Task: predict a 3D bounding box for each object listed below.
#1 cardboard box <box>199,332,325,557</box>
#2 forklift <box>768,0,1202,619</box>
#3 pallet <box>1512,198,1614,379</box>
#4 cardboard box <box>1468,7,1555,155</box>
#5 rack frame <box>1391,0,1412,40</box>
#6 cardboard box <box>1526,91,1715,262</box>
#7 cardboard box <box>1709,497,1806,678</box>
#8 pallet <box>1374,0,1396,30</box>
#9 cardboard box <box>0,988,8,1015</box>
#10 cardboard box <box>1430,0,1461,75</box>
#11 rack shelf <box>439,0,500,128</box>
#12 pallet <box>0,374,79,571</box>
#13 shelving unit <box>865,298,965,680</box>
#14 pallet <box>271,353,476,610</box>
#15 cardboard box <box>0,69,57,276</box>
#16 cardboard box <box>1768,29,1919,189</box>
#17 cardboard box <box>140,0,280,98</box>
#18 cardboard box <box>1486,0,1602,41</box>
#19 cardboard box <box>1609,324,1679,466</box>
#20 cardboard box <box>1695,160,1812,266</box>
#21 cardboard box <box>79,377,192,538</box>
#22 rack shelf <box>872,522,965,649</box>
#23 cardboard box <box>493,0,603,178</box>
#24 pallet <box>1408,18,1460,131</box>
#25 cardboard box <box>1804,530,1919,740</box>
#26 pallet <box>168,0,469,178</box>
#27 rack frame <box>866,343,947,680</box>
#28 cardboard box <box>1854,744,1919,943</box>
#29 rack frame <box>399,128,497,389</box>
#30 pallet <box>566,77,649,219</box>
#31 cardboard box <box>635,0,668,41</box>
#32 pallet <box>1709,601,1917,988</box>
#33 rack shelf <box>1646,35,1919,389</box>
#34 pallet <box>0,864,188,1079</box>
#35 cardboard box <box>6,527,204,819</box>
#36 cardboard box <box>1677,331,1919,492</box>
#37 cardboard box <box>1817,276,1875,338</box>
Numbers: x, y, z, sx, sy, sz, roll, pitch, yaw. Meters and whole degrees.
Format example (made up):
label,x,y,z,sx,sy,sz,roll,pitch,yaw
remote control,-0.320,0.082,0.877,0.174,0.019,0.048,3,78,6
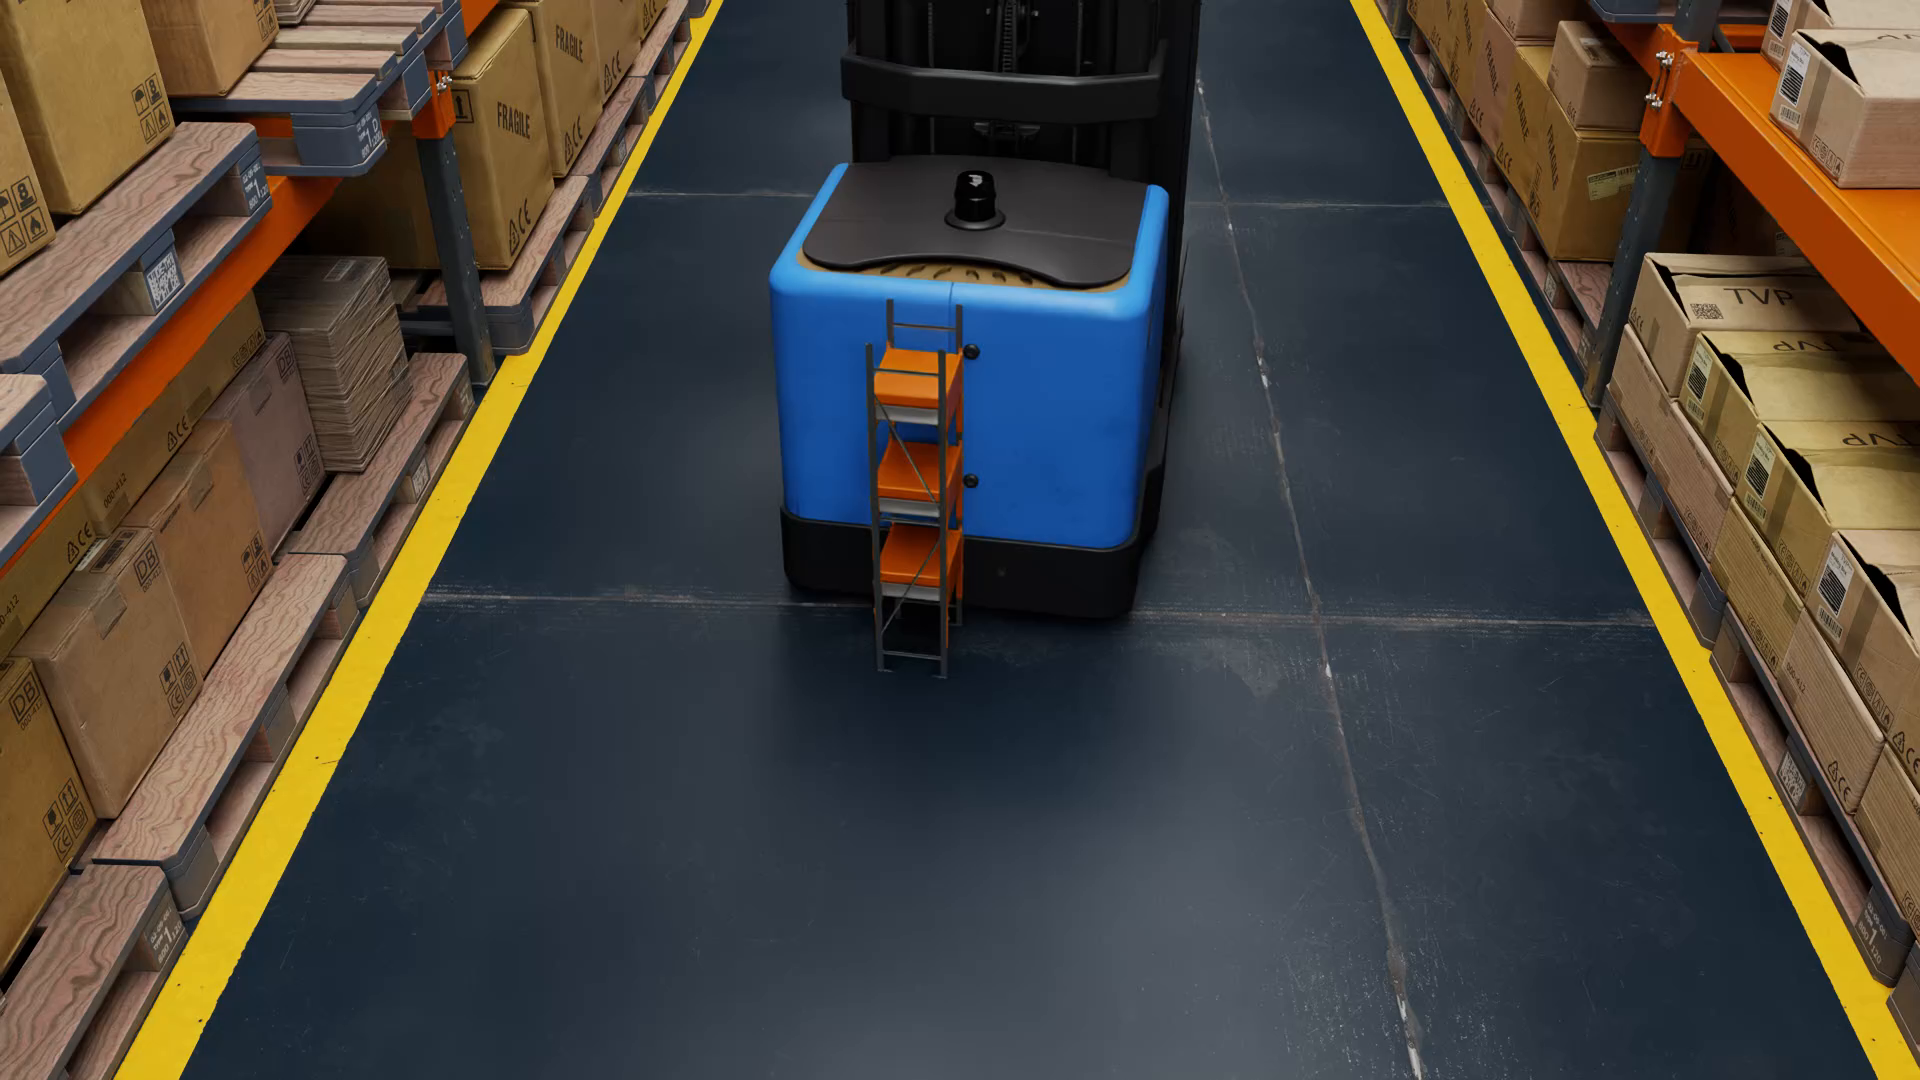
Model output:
label,x,y,z,sx,sy,sz,roll,pitch,yaw
cardboard box,-2.324,-0.272,4.820,0.700,0.500,0.500,1,35,2
forklift,0.236,-1.813,5.280,1.130,2.935,3.031,6,36,8
pallet,2.808,-0.998,6.486,1.003,0.211,1.213,1,35,2
cardboard box,2.579,-2.010,7.292,0.500,0.500,0.500,0,35,0
rack frame,2.901,-4.009,8.345,1.000,3.000,0.127,1,35,2
cardboard box,2.543,-1.411,6.440,0.500,0.500,0.500,3,35,4
cardboard box,2.391,0.124,4.491,0.500,0.250,0.500,0,35,1
pallet,2.929,-3.262,9.709,1.003,0.211,1.213,1,35,2
cardboard box,-2.358,0.895,3.160,0.700,0.500,0.500,2,35,3
cardboard box,2.627,-2.587,8.114,0.500,0.500,0.500,2,35,3
rack shelf,-2.129,-2.678,7.077,1.077,0.370,4.000,1,35,2
pallet,-2.194,0.118,2.640,1.003,0.211,1.213,1,35,2
shelving unit,-0.114,-0.117,4.503,0.215,1.050,0.252,6,36,8
pallet,-2.243,-0.233,5.398,1.003,0.211,1.213,1,35,2
cardboard box,-2.291,-0.737,3.221,0.700,0.500,0.500,6,36,8
cardboard box,2.511,-1.165,4.376,0.500,0.311,0.500,1,35,1
cardboard box,-2.214,-1.452,4.238,0.700,0.500,0.500,-2,35,-3
cardboard box,2.578,-2.338,7.107,0.500,0.250,0.500,1,35,1
cardboard box,2.426,-0.463,5.327,0.500,0.250,0.500,1,35,2
cardboard box,3.044,-1.123,6.030,0.500,0.500,0.500,3,35,4
cardboard box,-2.288,-0.251,4.137,0.500,0.250,0.500,1,35,2
rack shelf,-0.114,0.119,4.669,0.215,0.259,0.240,6,36,8
cardboard box,-2.008,-2.038,7.045,0.750,0.750,0.750,1,35,2
pallet,2.906,-2.400,8.481,1.003,0.211,1.213,1,35,2
cardboard box,2.370,0.197,3.899,0.500,0.311,0.500,1,35,1
pallet,-2.132,-1.333,4.704,1.213,0.211,1.003,1,35,2
rack frame,-0.135,-0.047,4.405,0.200,1.050,0.008,6,36,8
cardboard box,2.349,0.711,3.656,0.500,0.250,0.500,2,35,3
rack frame,-2.210,-1.823,5.235,1.000,3.000,0.127,1,35,2
pallet,-2.051,-1.832,7.674,1.003,0.211,1.213,1,35,2
cardboard box,-1.945,-3.037,8.467,0.750,0.750,0.750,2,35,2
pallet,2.616,0.601,4.211,1.003,0.211,1.213,1,35,2
rack shelf,2.660,-0.267,3.647,1.077,0.370,4.000,1,35,2
pallet,-2.341,1.169,3.404,1.003,0.211,1.213,1,35,2
cardboard box,-2.326,0.304,4.000,0.700,0.500,0.500,2,35,2
cardboard box,2.413,-0.391,4.736,0.500,0.311,0.500,1,35,1
cardboard box,2.965,-0.680,5.148,0.500,0.311,0.500,2,35,3
